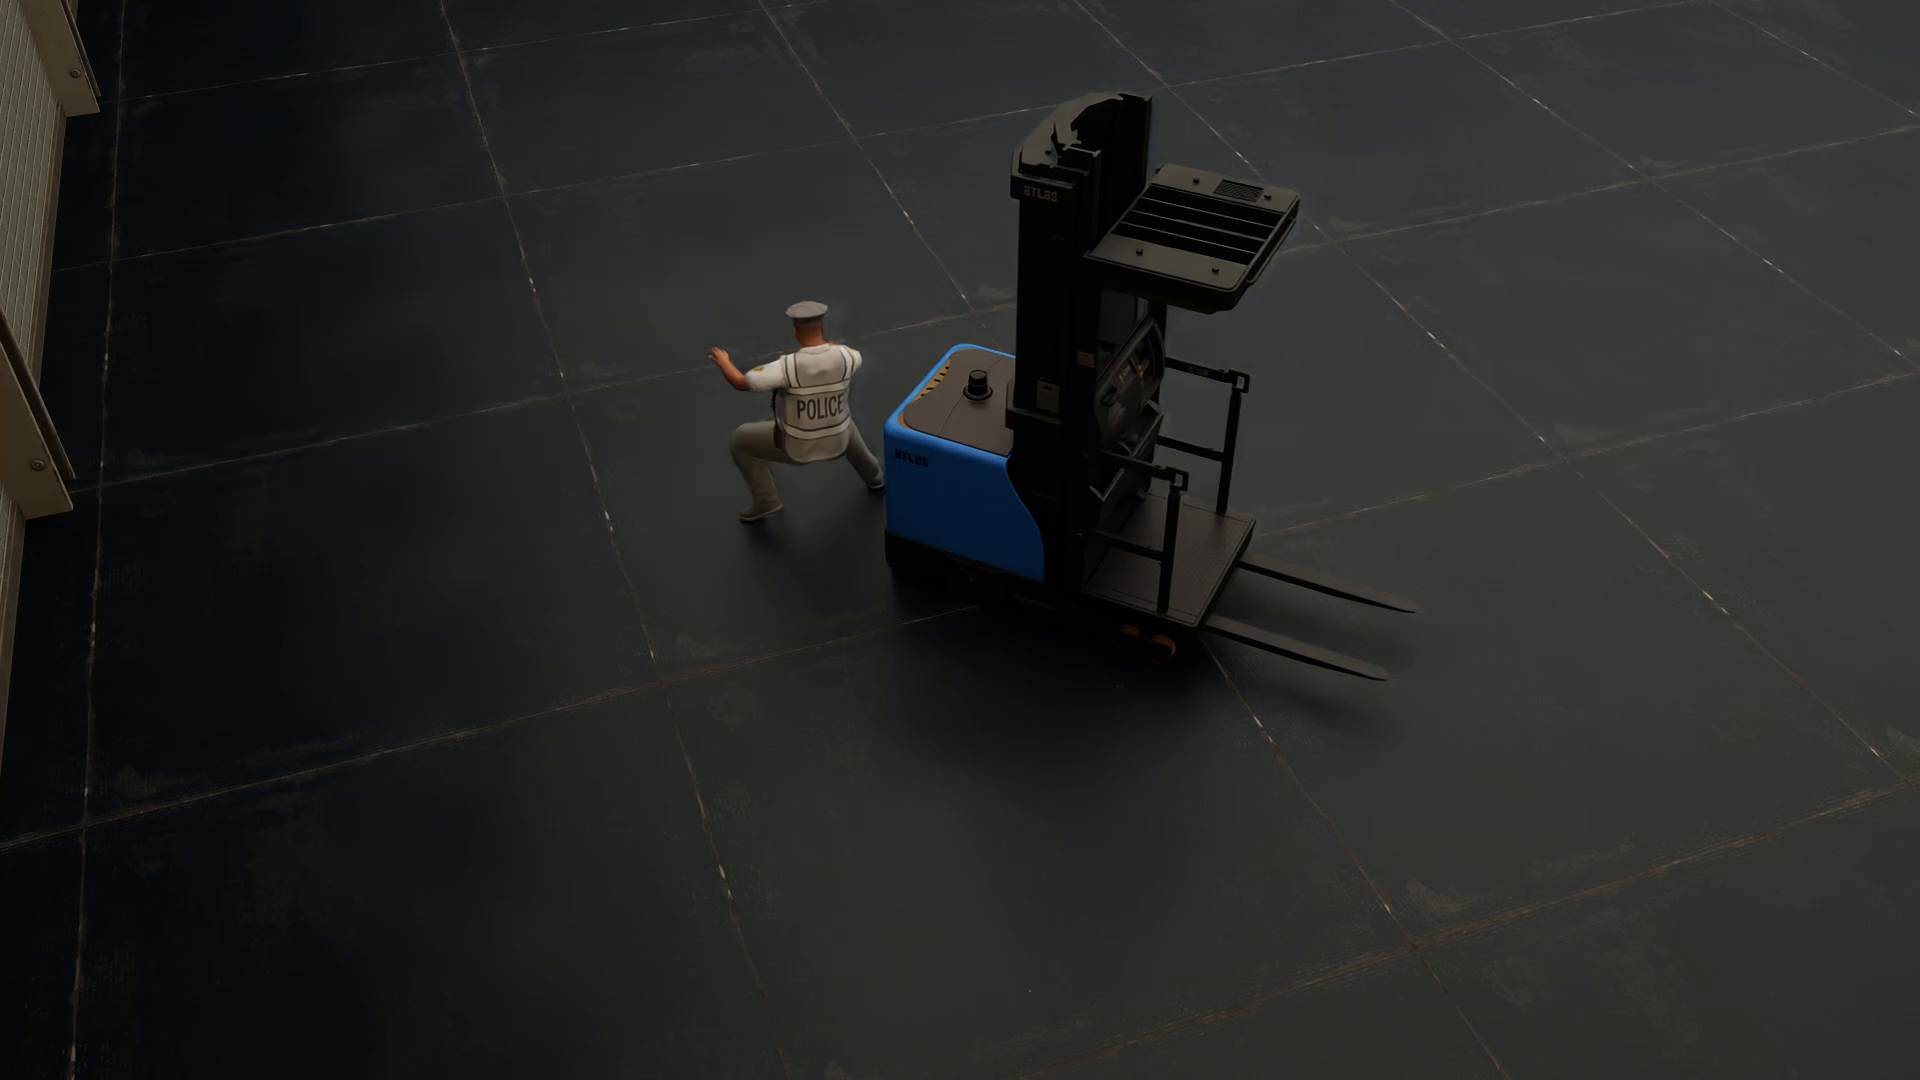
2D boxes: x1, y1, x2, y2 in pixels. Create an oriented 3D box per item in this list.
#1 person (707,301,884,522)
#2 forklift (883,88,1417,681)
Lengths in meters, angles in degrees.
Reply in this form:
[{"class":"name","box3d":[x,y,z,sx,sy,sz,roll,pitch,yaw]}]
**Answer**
[{"class":"person","box3d":[-0.925,-0.793,10.065,1.019,1.526,0.765,-16,42,-18]},{"class":"forklift","box3d":[1.104,-0.812,8.964,3.031,2.935,1.130,17,43,20]}]
